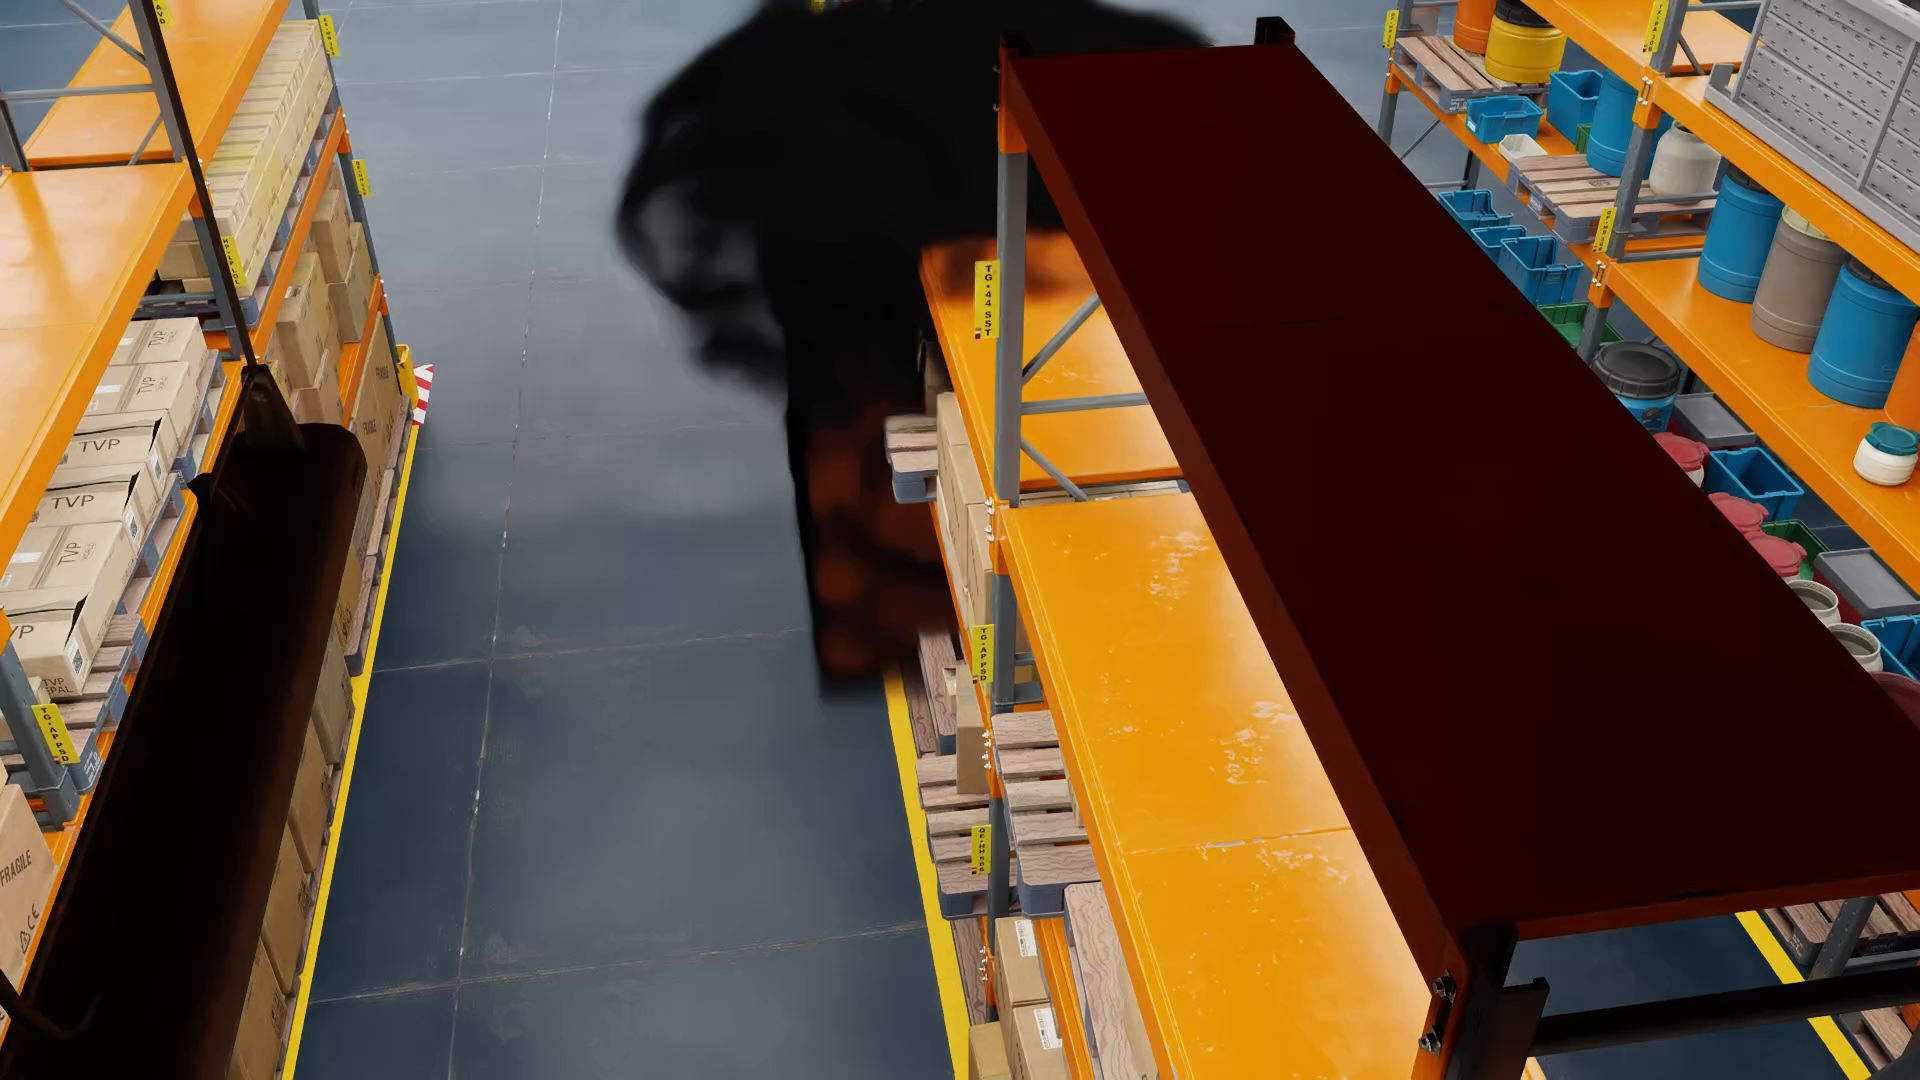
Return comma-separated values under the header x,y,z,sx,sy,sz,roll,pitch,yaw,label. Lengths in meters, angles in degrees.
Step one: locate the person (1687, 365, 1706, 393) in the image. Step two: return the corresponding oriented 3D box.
x,y,z,sx,sy,sz,roll,pitch,yaw,label
6.712,-1.759,14.436,0.708,1.743,0.875,-18,40,-23,person
